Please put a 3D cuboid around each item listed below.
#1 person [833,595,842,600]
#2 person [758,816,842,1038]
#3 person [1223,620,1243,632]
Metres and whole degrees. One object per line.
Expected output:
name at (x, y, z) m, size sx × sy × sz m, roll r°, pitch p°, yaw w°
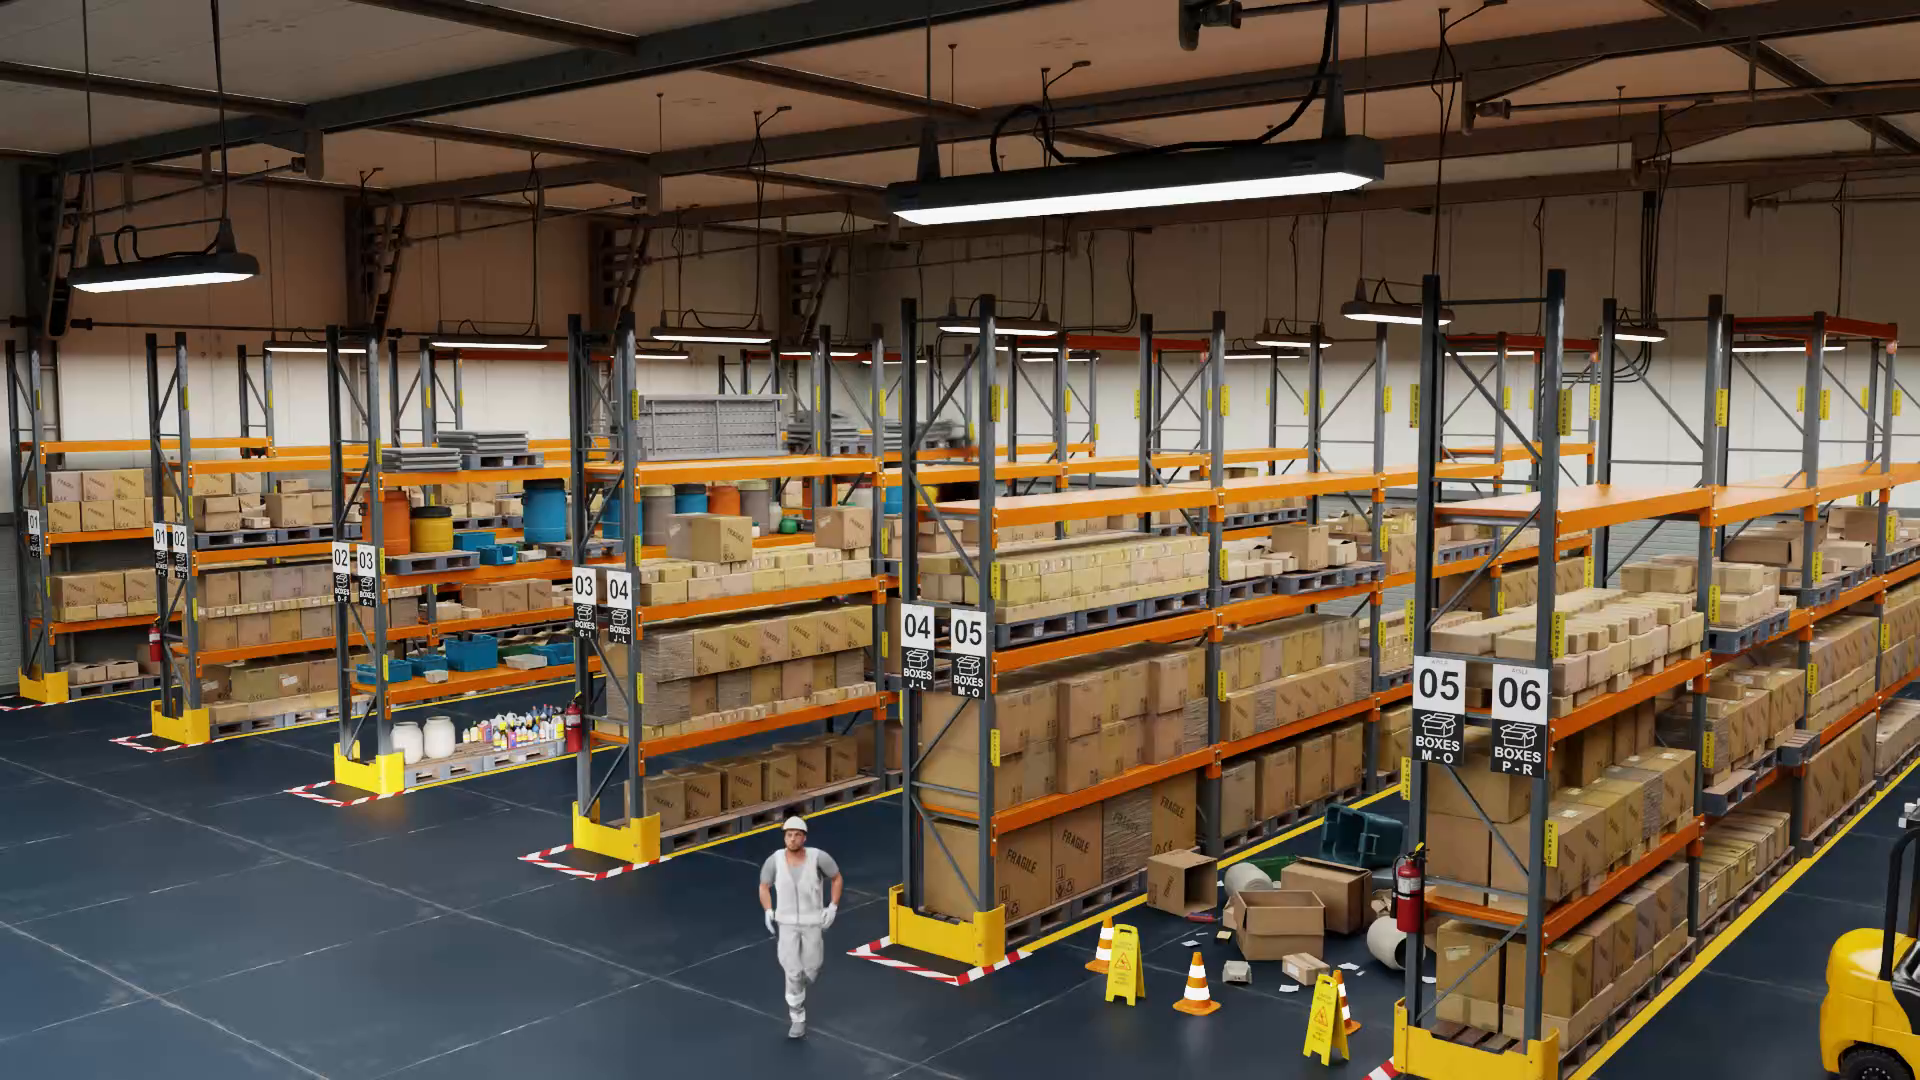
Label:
person at (-2.551, 1.435, 32.438) m, size 0.616 × 1.662 × 0.560 m, roll 3°, pitch 6°, yaw 30°
person at (-1.292, 3.085, 13.476) m, size 0.675 × 1.764 × 0.690 m, roll 0°, pitch 5°, yaw -2°
person at (4.177, 1.967, 25.676) m, size 0.645 × 1.841 × 0.767 m, roll 3°, pitch 6°, yaw 32°
